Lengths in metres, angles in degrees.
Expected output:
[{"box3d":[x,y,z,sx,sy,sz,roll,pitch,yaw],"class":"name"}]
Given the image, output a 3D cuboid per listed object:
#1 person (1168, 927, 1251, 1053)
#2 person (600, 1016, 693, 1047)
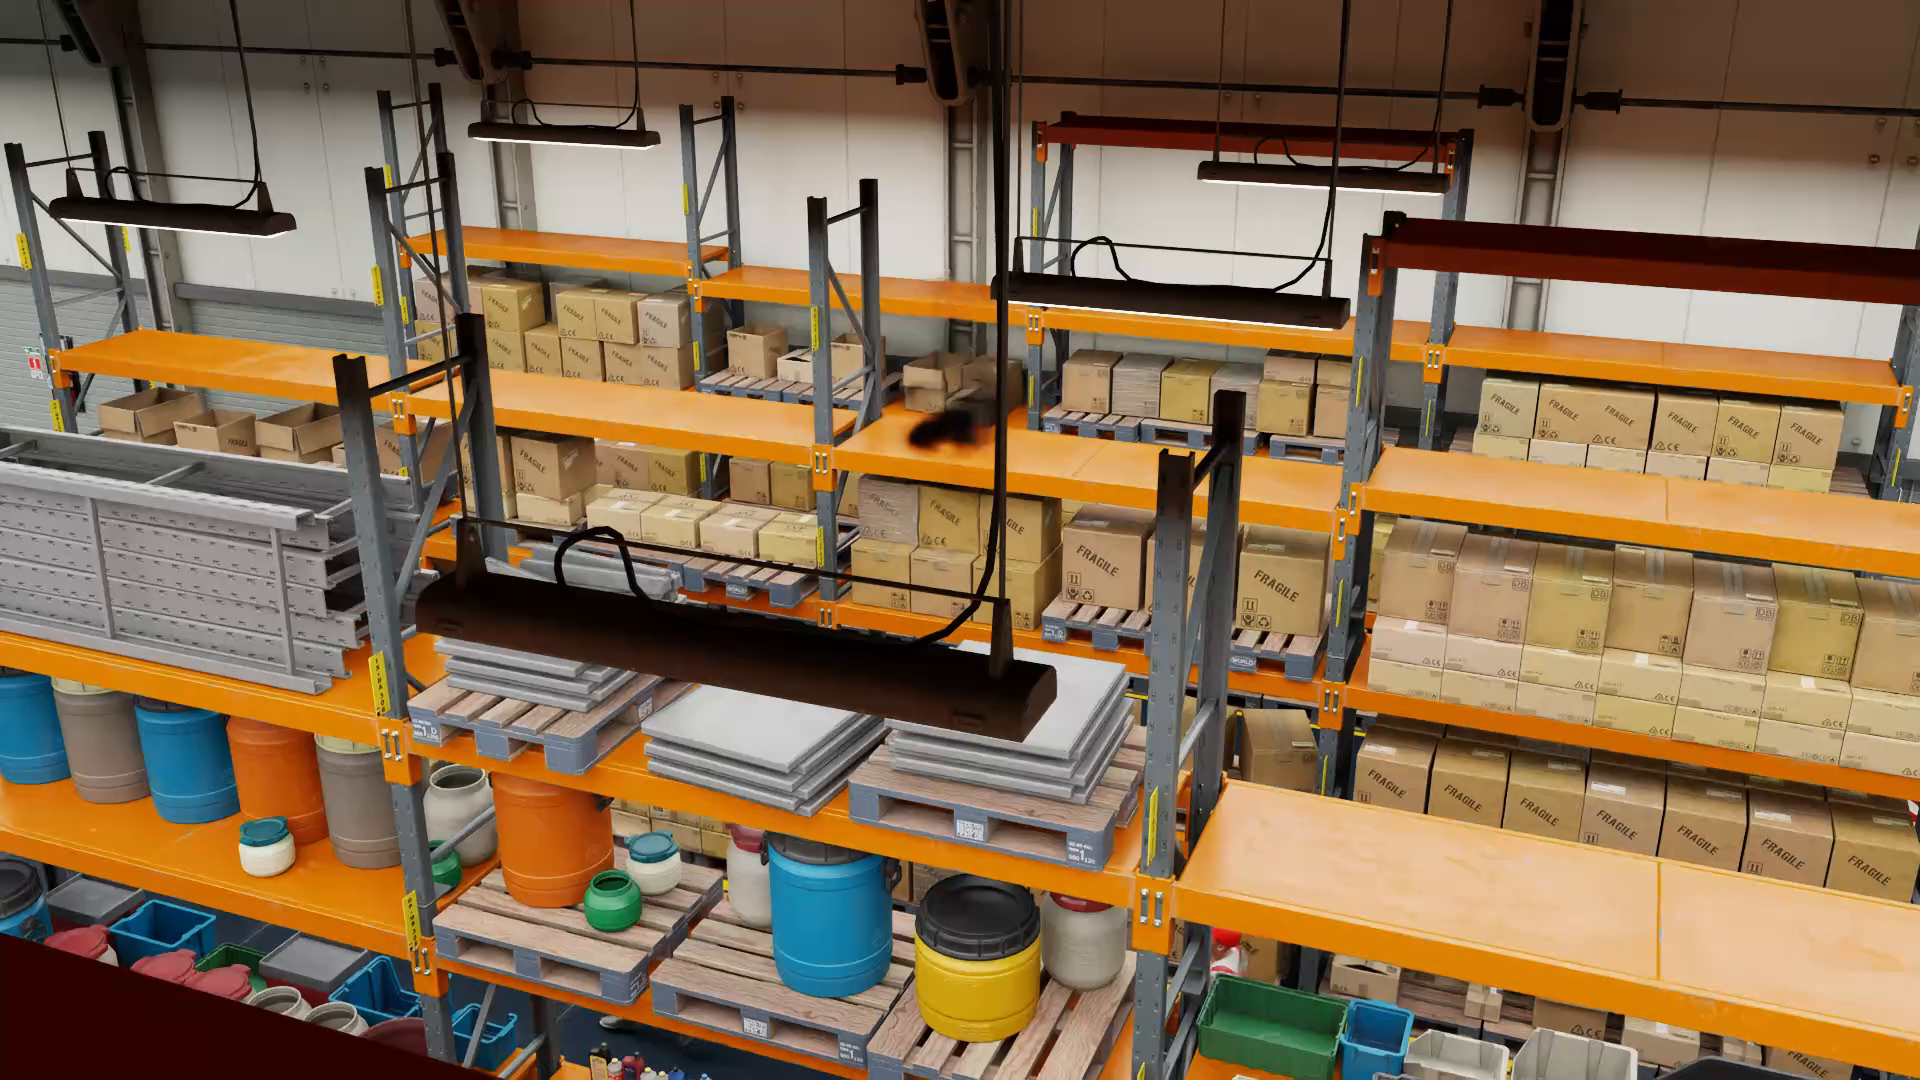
[{"box3d":[1.672,3.292,11.290,0.583,1.738,0.651,4,21,11],"class":"person"},{"box3d":[-2.306,2.956,12.221,0.905,1.674,0.583,6,22,15],"class":"person"}]
